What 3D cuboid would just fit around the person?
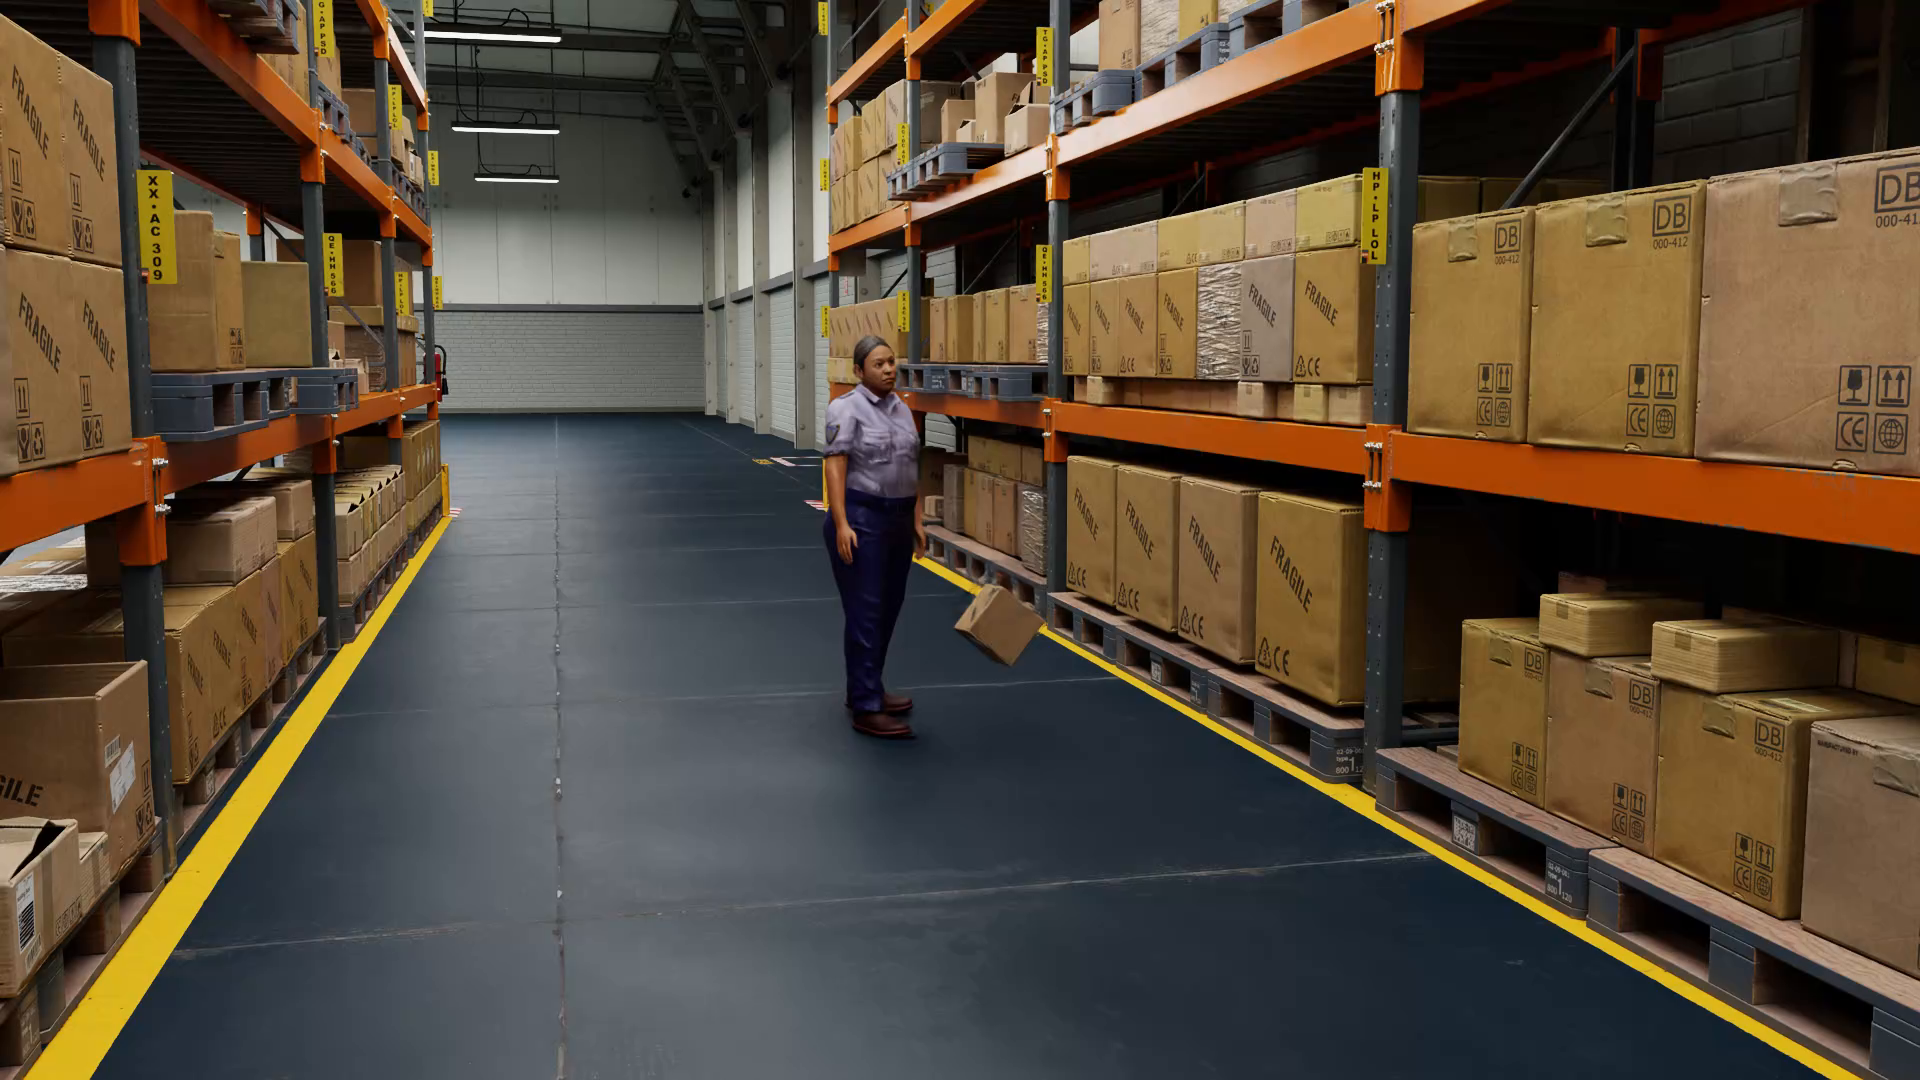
[{"bbox_3d":[-0.344,-0.035,7.006,0.558,1.644,0.602,5,8,36],"label":"person"}]
